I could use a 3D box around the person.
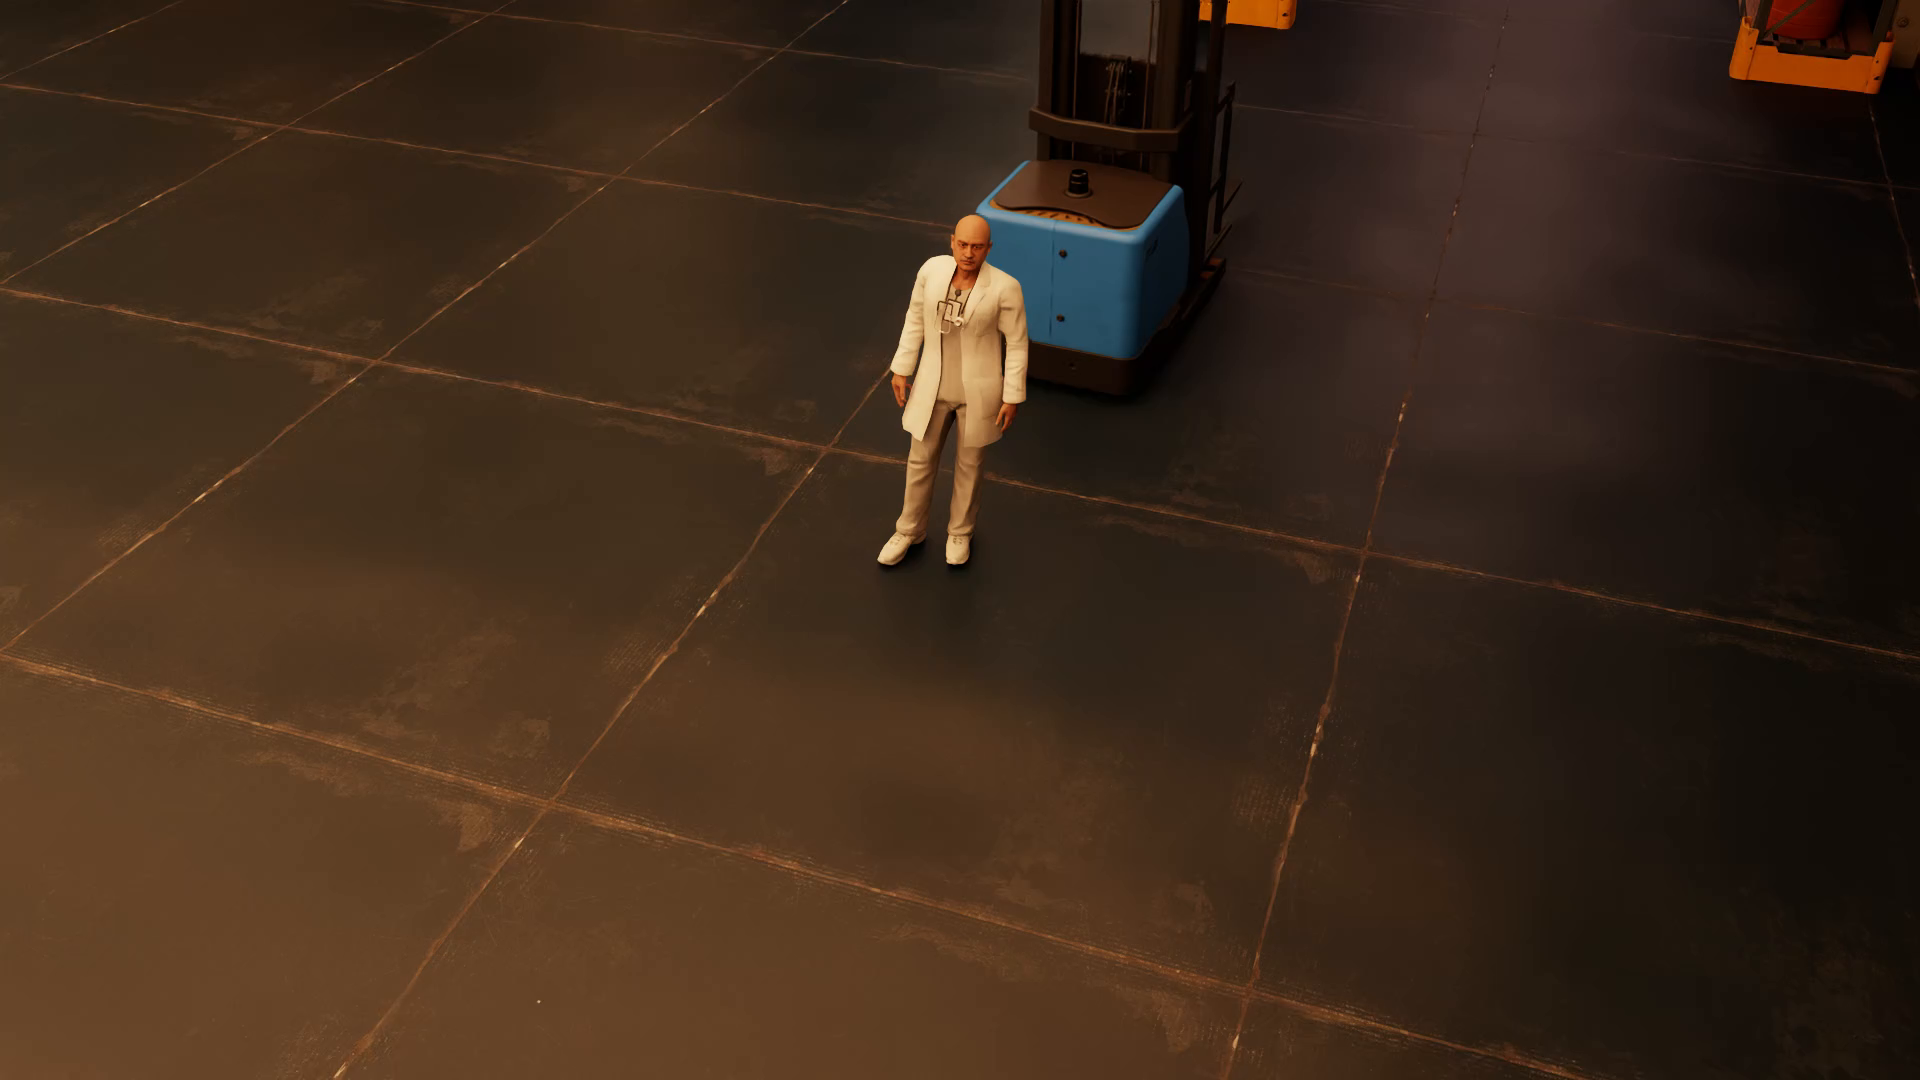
[{"bbox_3d":[-0.034,-0.682,8.057,0.698,1.777,0.578,12,37,16],"label":"person"}]

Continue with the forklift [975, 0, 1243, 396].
[{"bbox_3d":[1.119,-2.883,10.177,1.130,2.935,3.031,14,38,19],"label":"forklift"}]
